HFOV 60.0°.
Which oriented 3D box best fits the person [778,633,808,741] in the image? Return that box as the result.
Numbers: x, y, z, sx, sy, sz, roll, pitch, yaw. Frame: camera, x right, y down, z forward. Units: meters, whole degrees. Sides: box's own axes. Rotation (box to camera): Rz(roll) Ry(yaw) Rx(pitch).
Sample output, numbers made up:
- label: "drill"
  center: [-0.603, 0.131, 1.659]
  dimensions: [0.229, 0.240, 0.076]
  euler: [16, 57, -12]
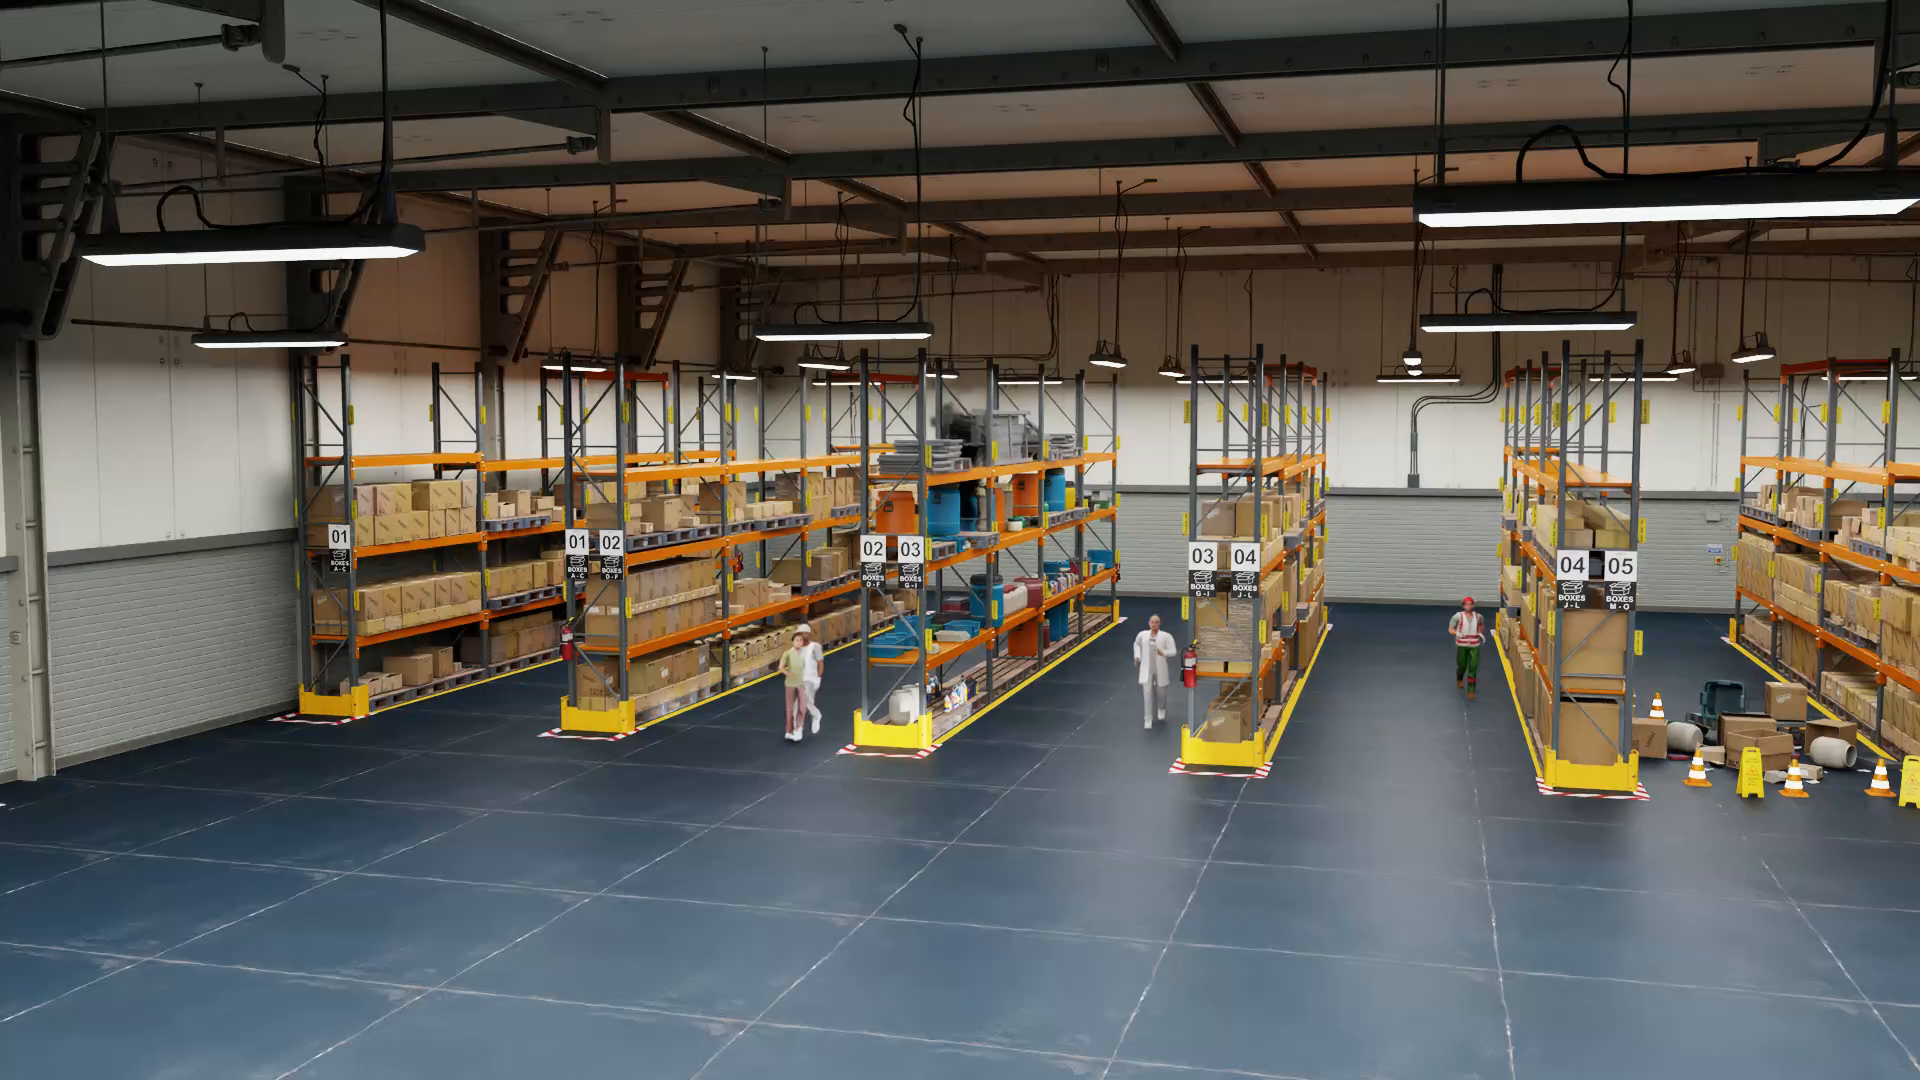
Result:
- label: "person"
  center: [-2.502, 2.257, 25.589]
  dimensions: [0.587, 1.655, 0.570]
  euler: [-1, 4, -9]

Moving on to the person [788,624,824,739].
- label: "person"
  center: [-2.410, 2.190, 25.640]
  dimensions: [0.653, 1.775, 0.691]
  euler: [2, 5, 28]

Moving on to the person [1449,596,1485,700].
- label: "person"
  center: [8.976, 1.885, 29.433]
  dimensions: [0.635, 1.776, 0.985]
  euler: [1, 4, 7]

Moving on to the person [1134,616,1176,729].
- label: "person"
  center: [3.121, 2.194, 26.738]
  dimensions: [0.709, 1.547, 1.057]
  euler: [1, 4, 12]
